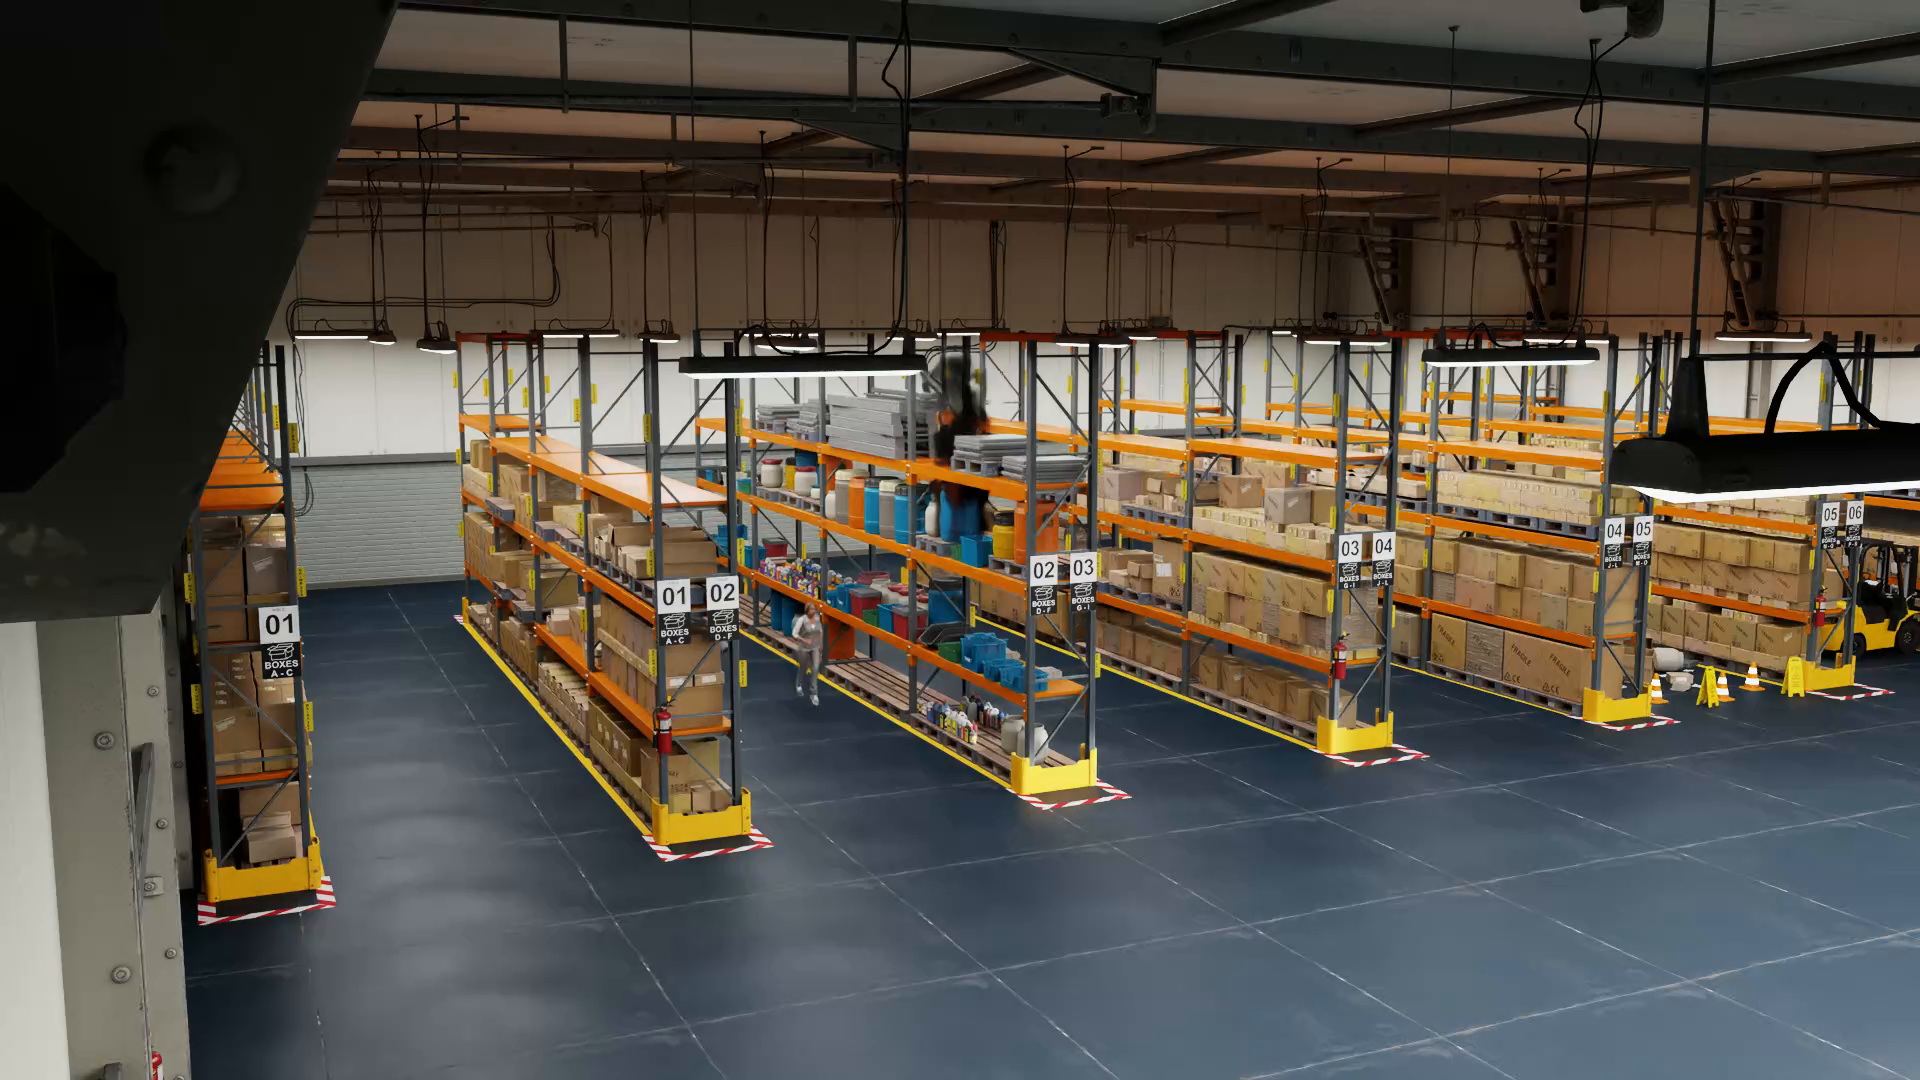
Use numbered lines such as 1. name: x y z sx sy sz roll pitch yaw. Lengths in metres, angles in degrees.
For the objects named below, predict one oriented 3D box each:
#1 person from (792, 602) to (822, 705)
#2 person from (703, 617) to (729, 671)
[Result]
1. person: -2.400 1.748 26.335 0.564 1.590 0.871 -4 9 -30
2. person: -4.317 1.547 29.585 0.565 1.616 0.572 -3 8 -22
